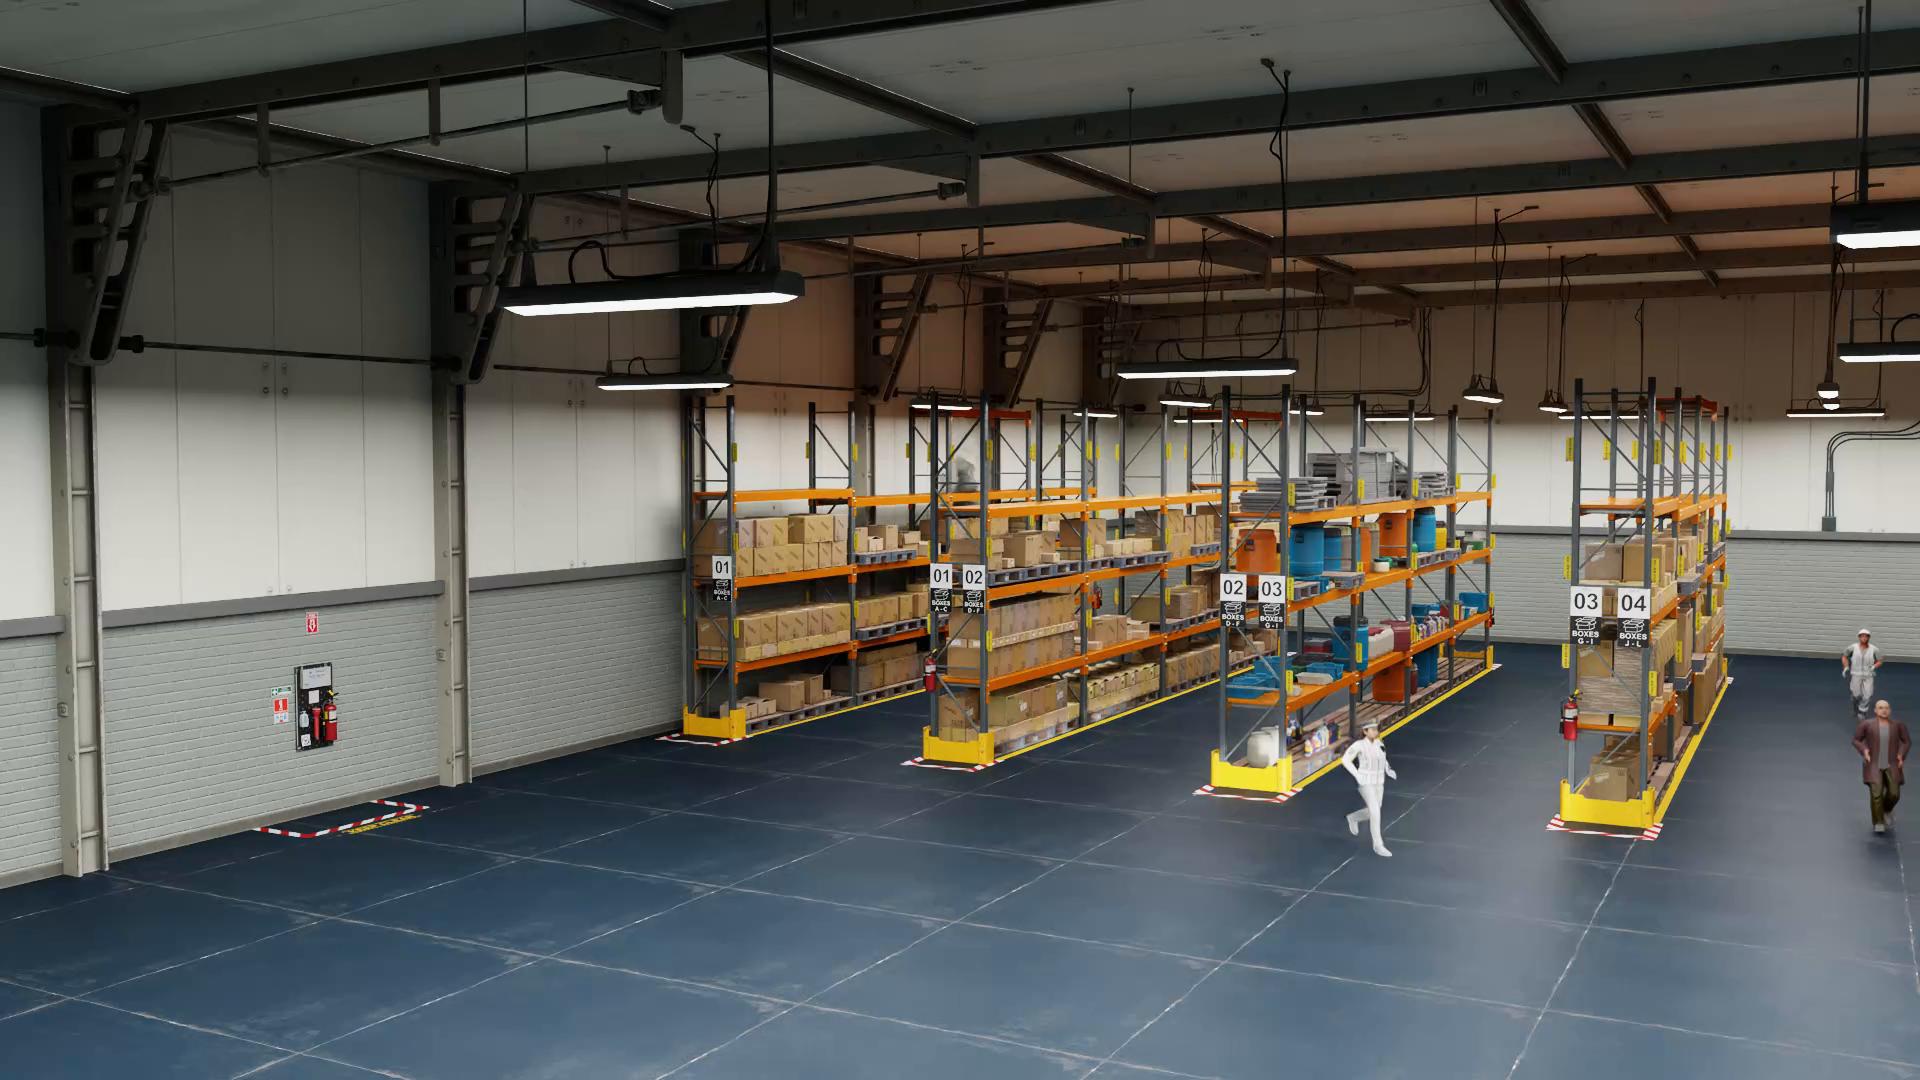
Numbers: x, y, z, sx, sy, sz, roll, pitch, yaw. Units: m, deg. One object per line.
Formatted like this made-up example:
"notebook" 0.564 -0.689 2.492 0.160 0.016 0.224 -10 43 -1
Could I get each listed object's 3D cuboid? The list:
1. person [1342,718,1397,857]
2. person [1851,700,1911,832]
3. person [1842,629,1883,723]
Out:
"person" 5.144 3.074 20.903 0.618 1.695 0.777 -2 3 -29
"person" 12.139 2.980 21.886 0.706 1.726 0.567 1 3 22
"person" 16.624 2.515 30.628 0.651 1.738 0.583 1 3 25
